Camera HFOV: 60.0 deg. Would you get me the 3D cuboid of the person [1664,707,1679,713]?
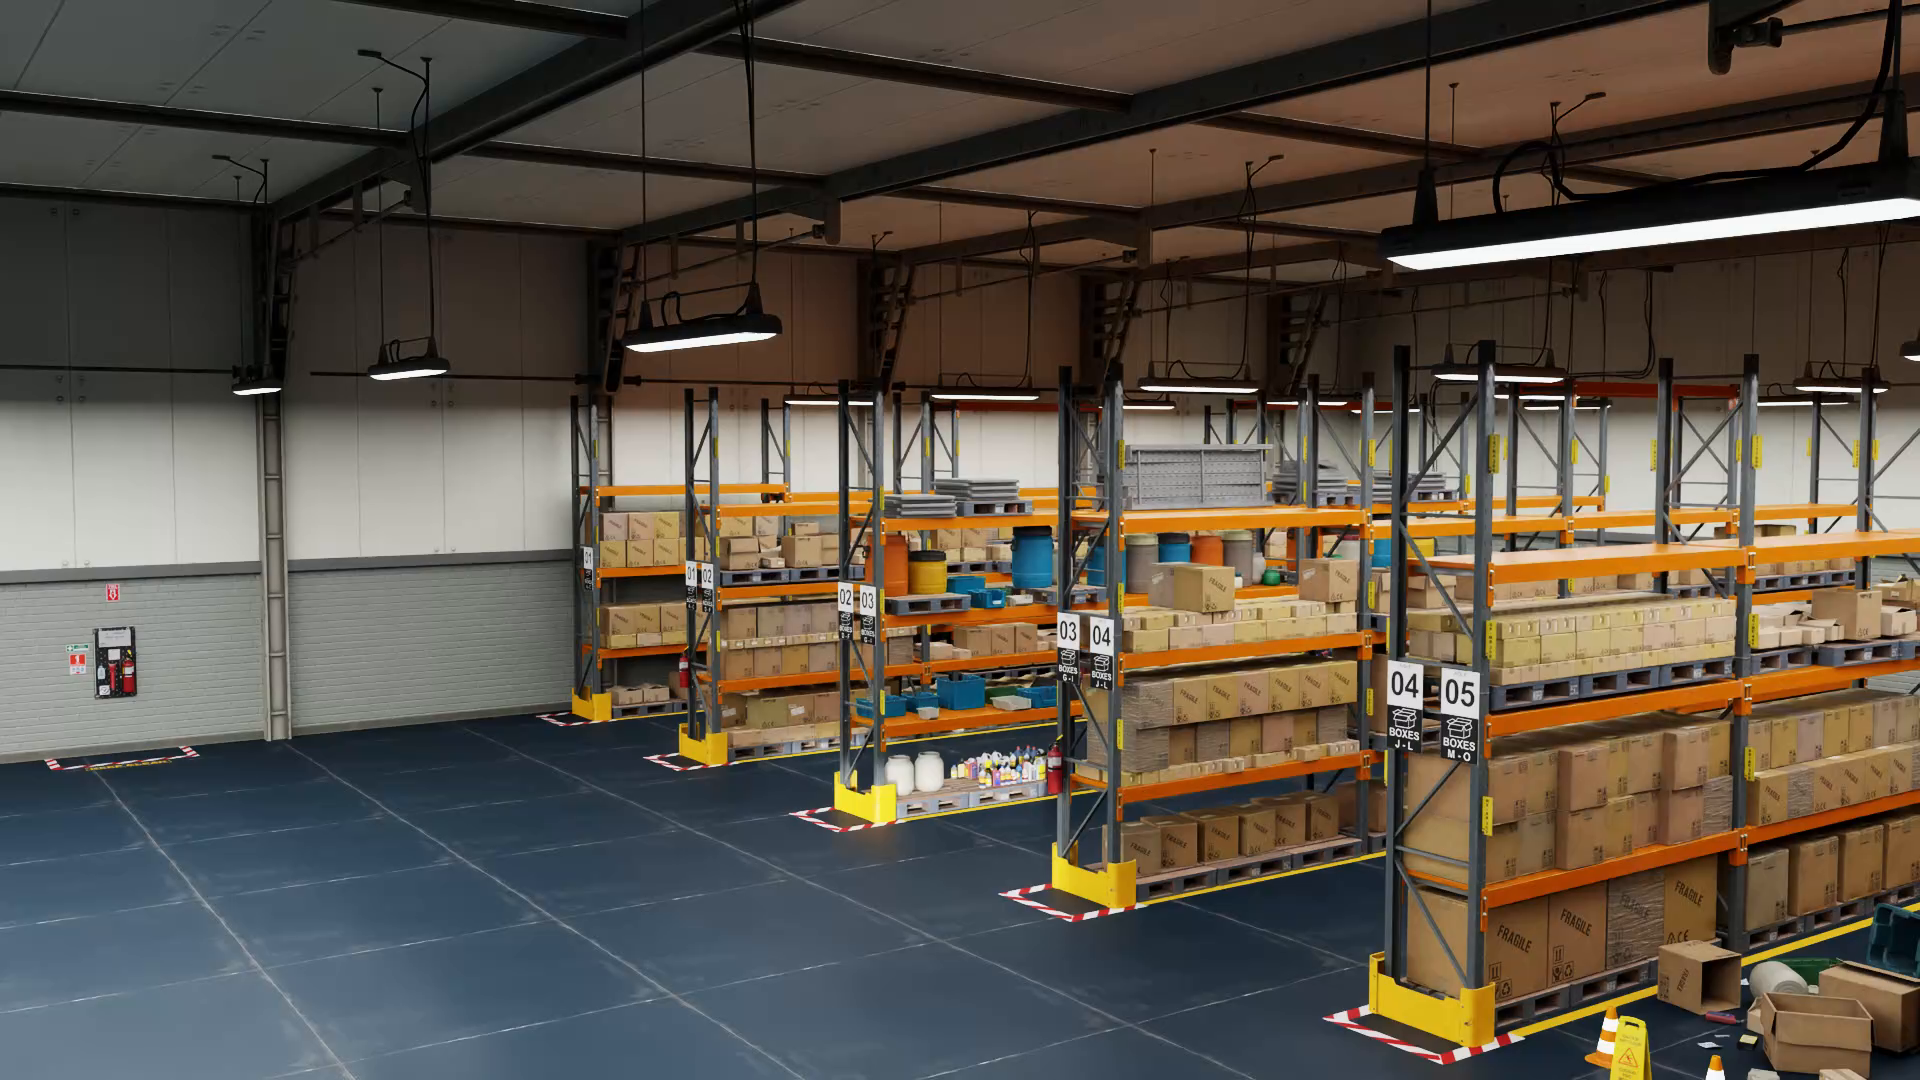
[{"bbox_3d":[9.480,2.949,22.255,0.424,1.798,0.680,2,4,29],"label":"person"}]
